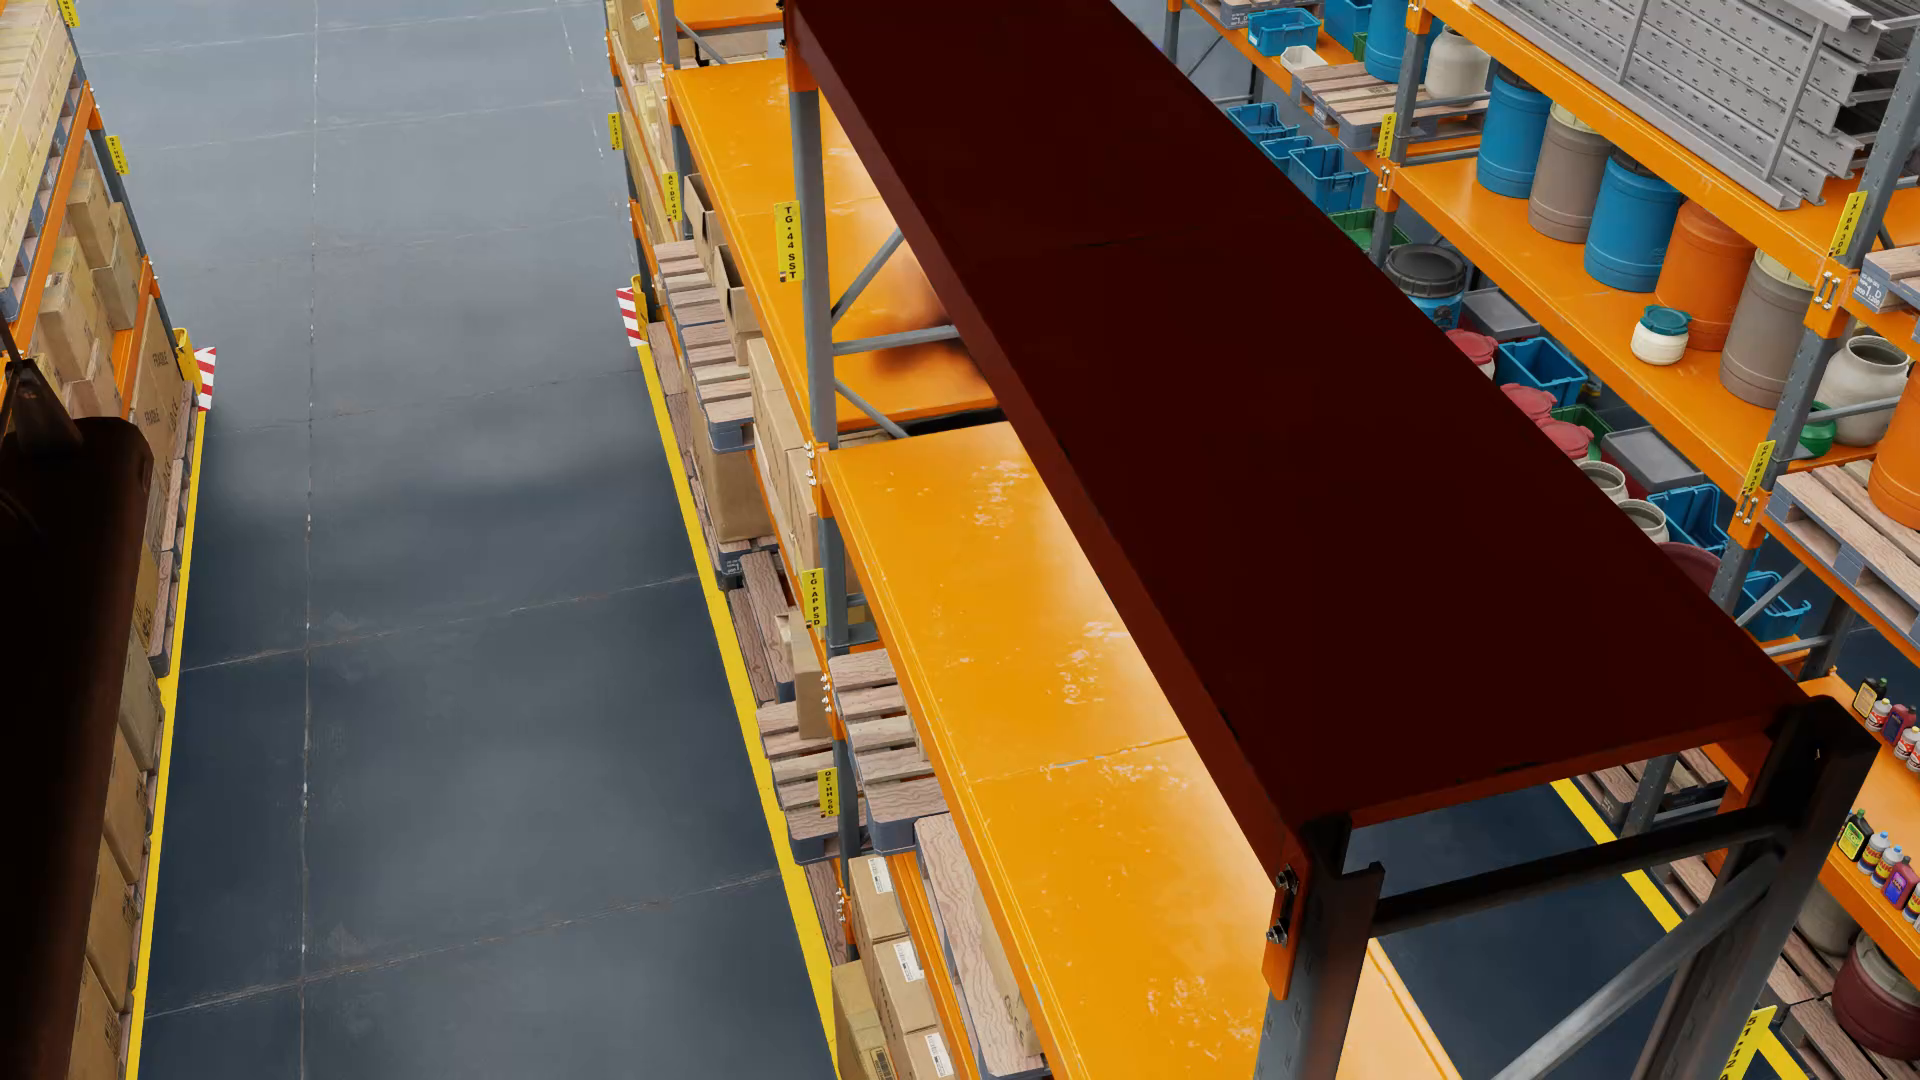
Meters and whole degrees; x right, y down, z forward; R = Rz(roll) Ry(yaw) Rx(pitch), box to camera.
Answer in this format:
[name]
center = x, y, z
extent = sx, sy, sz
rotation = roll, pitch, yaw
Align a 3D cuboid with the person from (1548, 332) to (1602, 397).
[person]
center = 5.285, -2.029, 13.976
extent = 0.673, 1.812, 0.706
rotation = -14, 40, -17
